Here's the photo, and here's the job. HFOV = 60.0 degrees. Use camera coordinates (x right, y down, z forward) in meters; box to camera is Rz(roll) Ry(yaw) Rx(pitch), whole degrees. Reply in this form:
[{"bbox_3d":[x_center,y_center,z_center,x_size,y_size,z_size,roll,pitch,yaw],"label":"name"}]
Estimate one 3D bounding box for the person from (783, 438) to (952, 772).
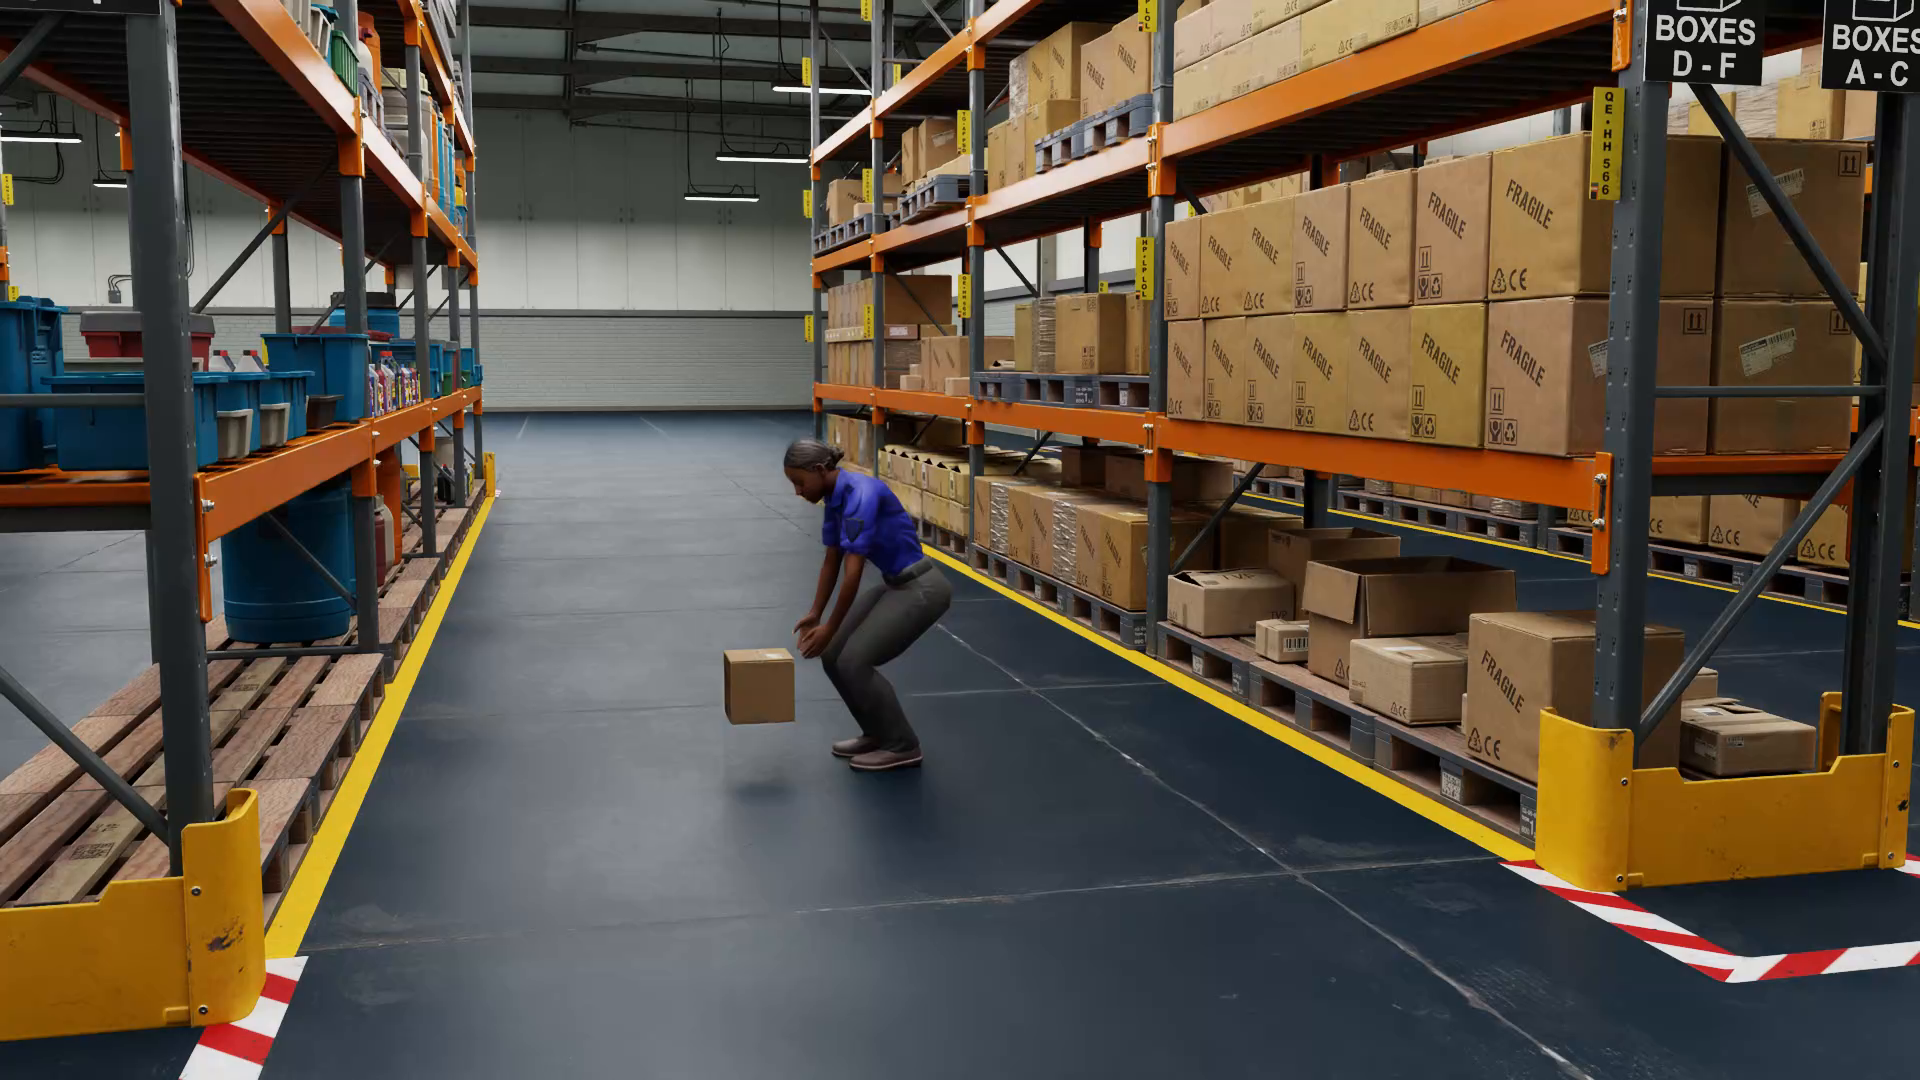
[{"bbox_3d":[-0.361,0.248,6.586,0.667,1.308,0.497,-2,6,-14],"label":"person"}]
